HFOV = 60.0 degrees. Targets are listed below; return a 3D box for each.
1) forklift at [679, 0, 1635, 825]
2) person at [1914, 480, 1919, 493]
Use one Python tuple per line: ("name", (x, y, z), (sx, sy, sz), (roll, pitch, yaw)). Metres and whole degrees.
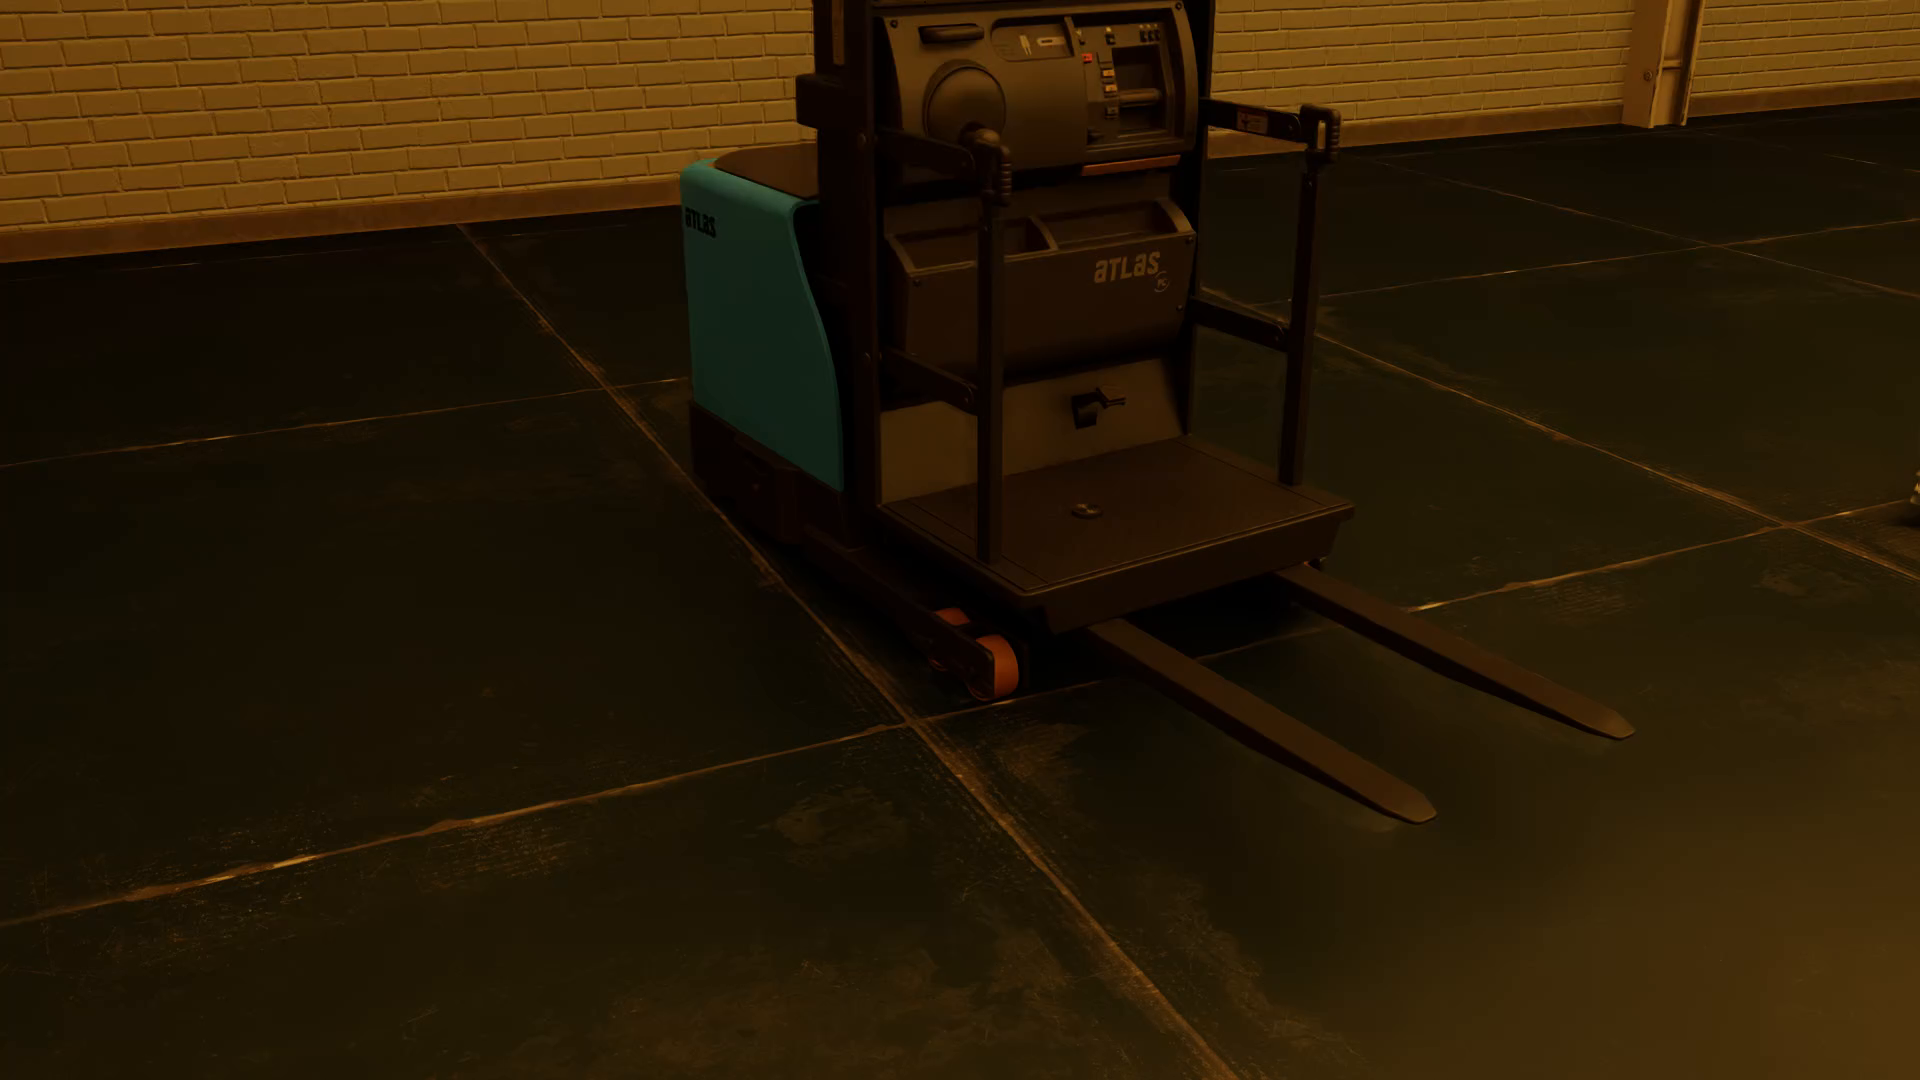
("forklift", (0.341, -1.158, 4.074), (1.130, 2.935, 3.031), (-14, 26, -30))
("person", (3.394, -0.879, 4.949), (0.806, 1.760, 0.980), (-11, 25, -25))
